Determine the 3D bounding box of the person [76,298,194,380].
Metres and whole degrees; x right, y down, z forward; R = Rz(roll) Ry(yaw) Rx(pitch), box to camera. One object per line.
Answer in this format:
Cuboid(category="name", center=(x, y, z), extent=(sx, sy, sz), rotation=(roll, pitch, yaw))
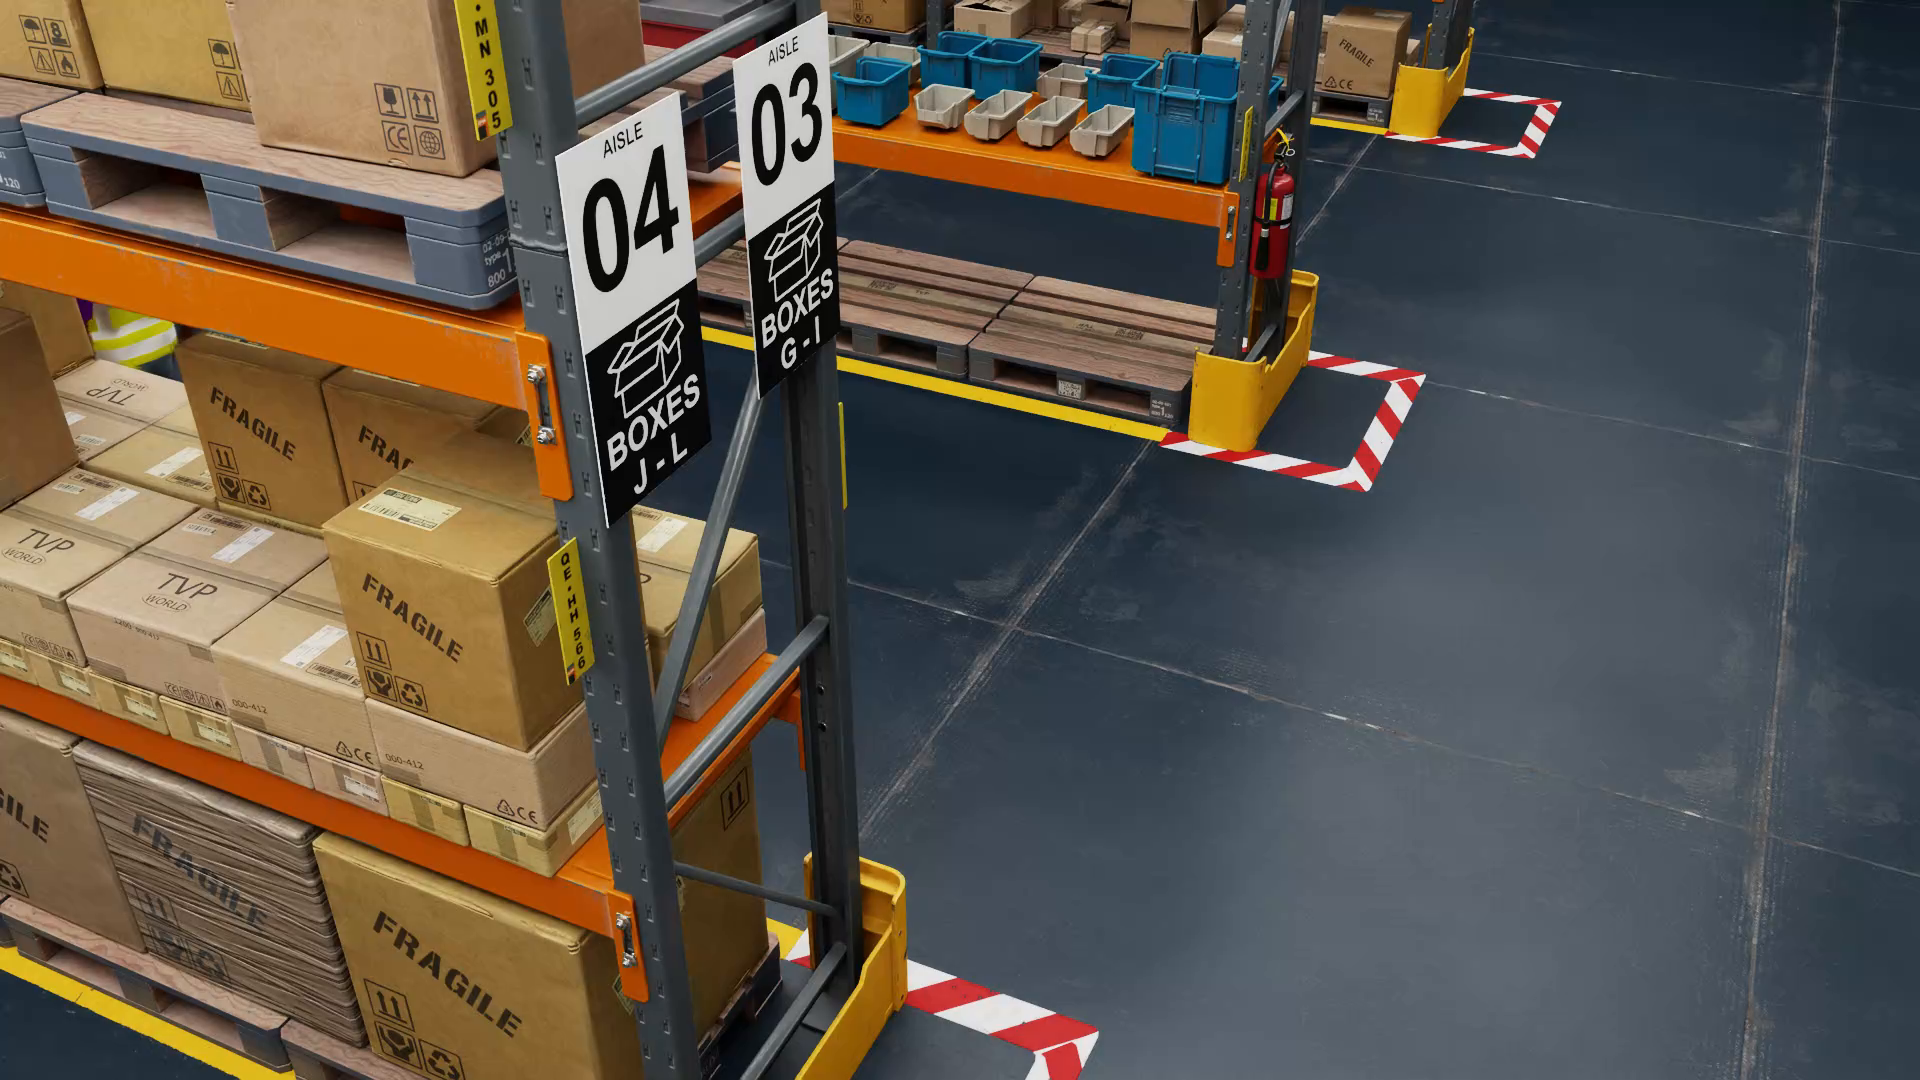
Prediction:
Cuboid(category="person", center=(-3.625, -0.817, 7.326), extent=(0.591, 1.757, 0.572), rotation=(18, 37, 25))
